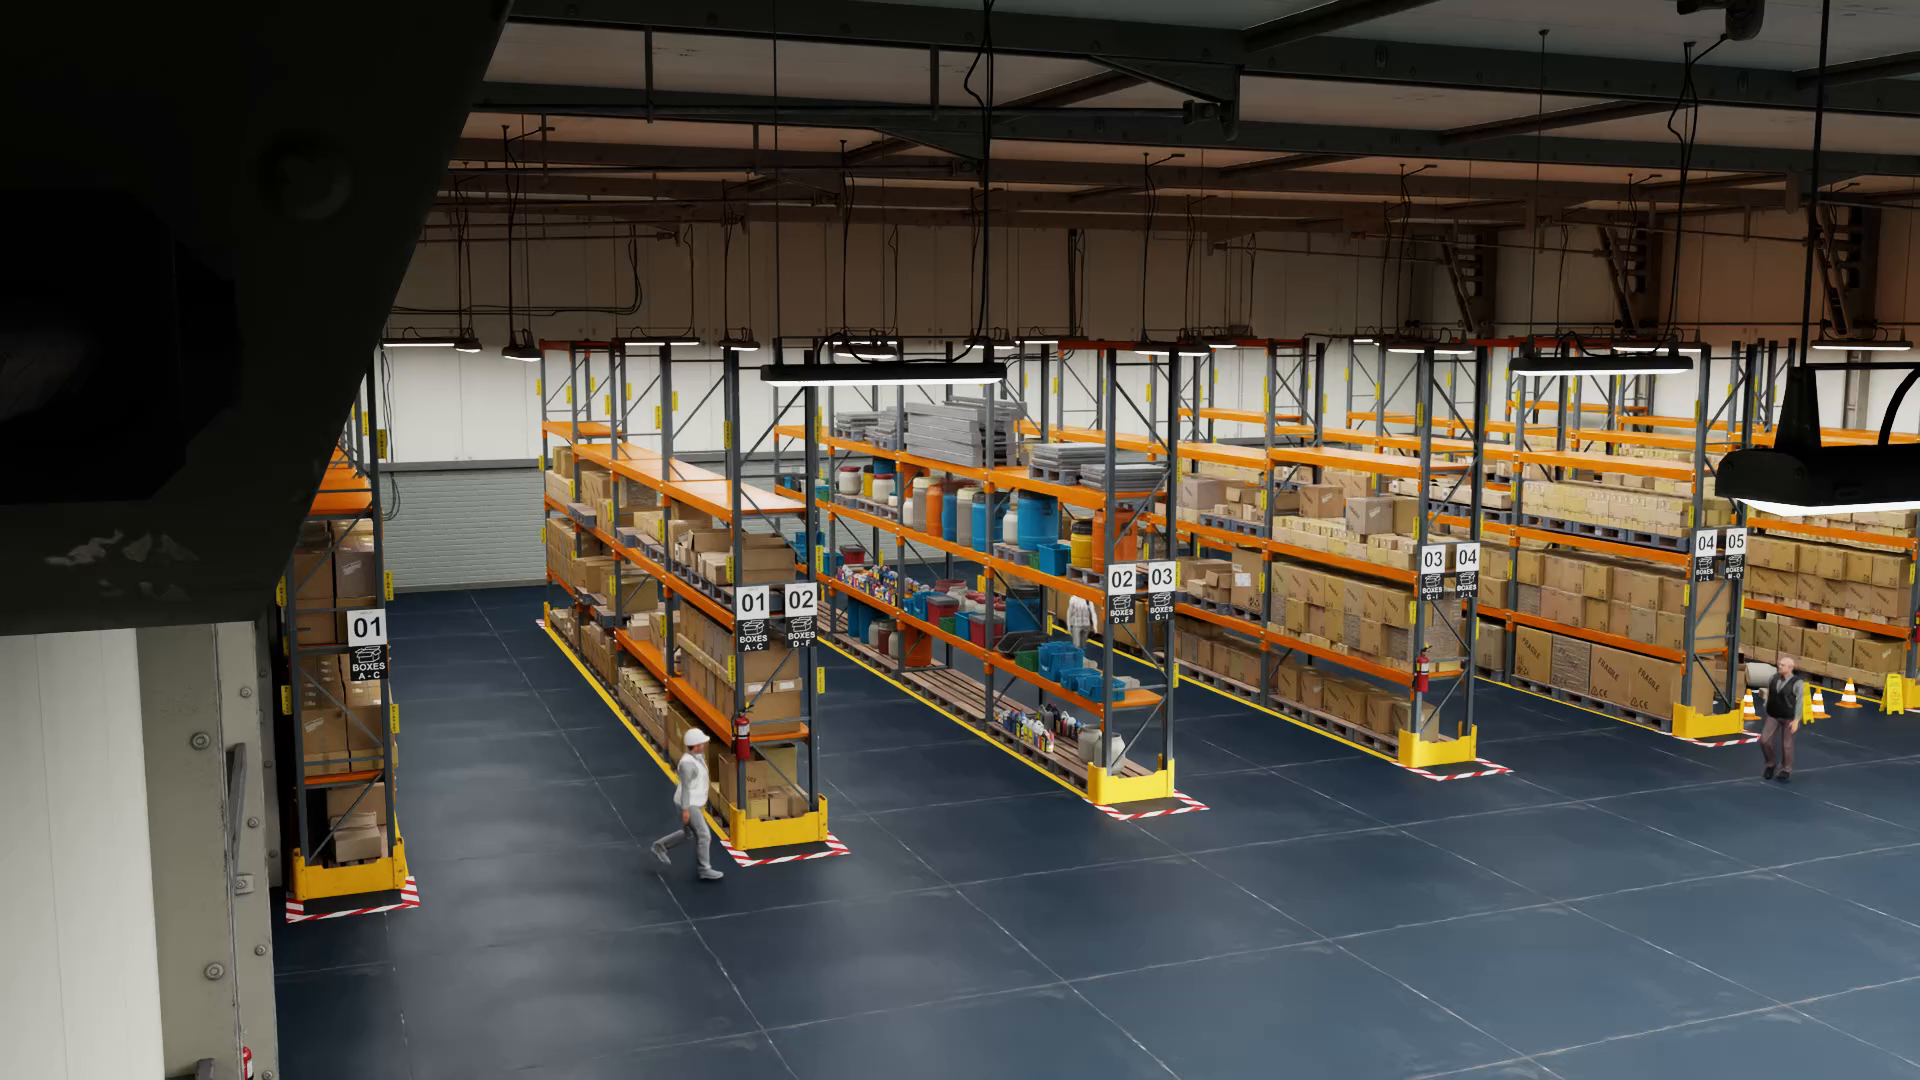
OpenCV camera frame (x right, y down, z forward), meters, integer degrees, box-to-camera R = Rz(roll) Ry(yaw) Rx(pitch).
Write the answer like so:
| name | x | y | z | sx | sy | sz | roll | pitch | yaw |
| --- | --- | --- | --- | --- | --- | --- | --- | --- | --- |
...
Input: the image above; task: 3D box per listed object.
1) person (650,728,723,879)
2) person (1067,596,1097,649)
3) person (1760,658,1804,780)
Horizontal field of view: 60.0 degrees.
| name | x | y | z | sx | sy | sz | roll | pitch | yaw |
| --- | --- | --- | --- | --- | --- | --- | --- | --- | --- |
| person | -3.146 | 2.997 | 19.069 | 0.944 | 1.736 | 0.538 | 1 | 8 | 11 |
| person | 2.232 | 1.567 | 30.246 | 0.501 | 1.654 | 0.961 | -2 | 8 | -12 |
| person | 11.400 | 2.443 | 23.017 | 0.521 | 1.652 | 0.478 | 7 | 10 | 42 |
